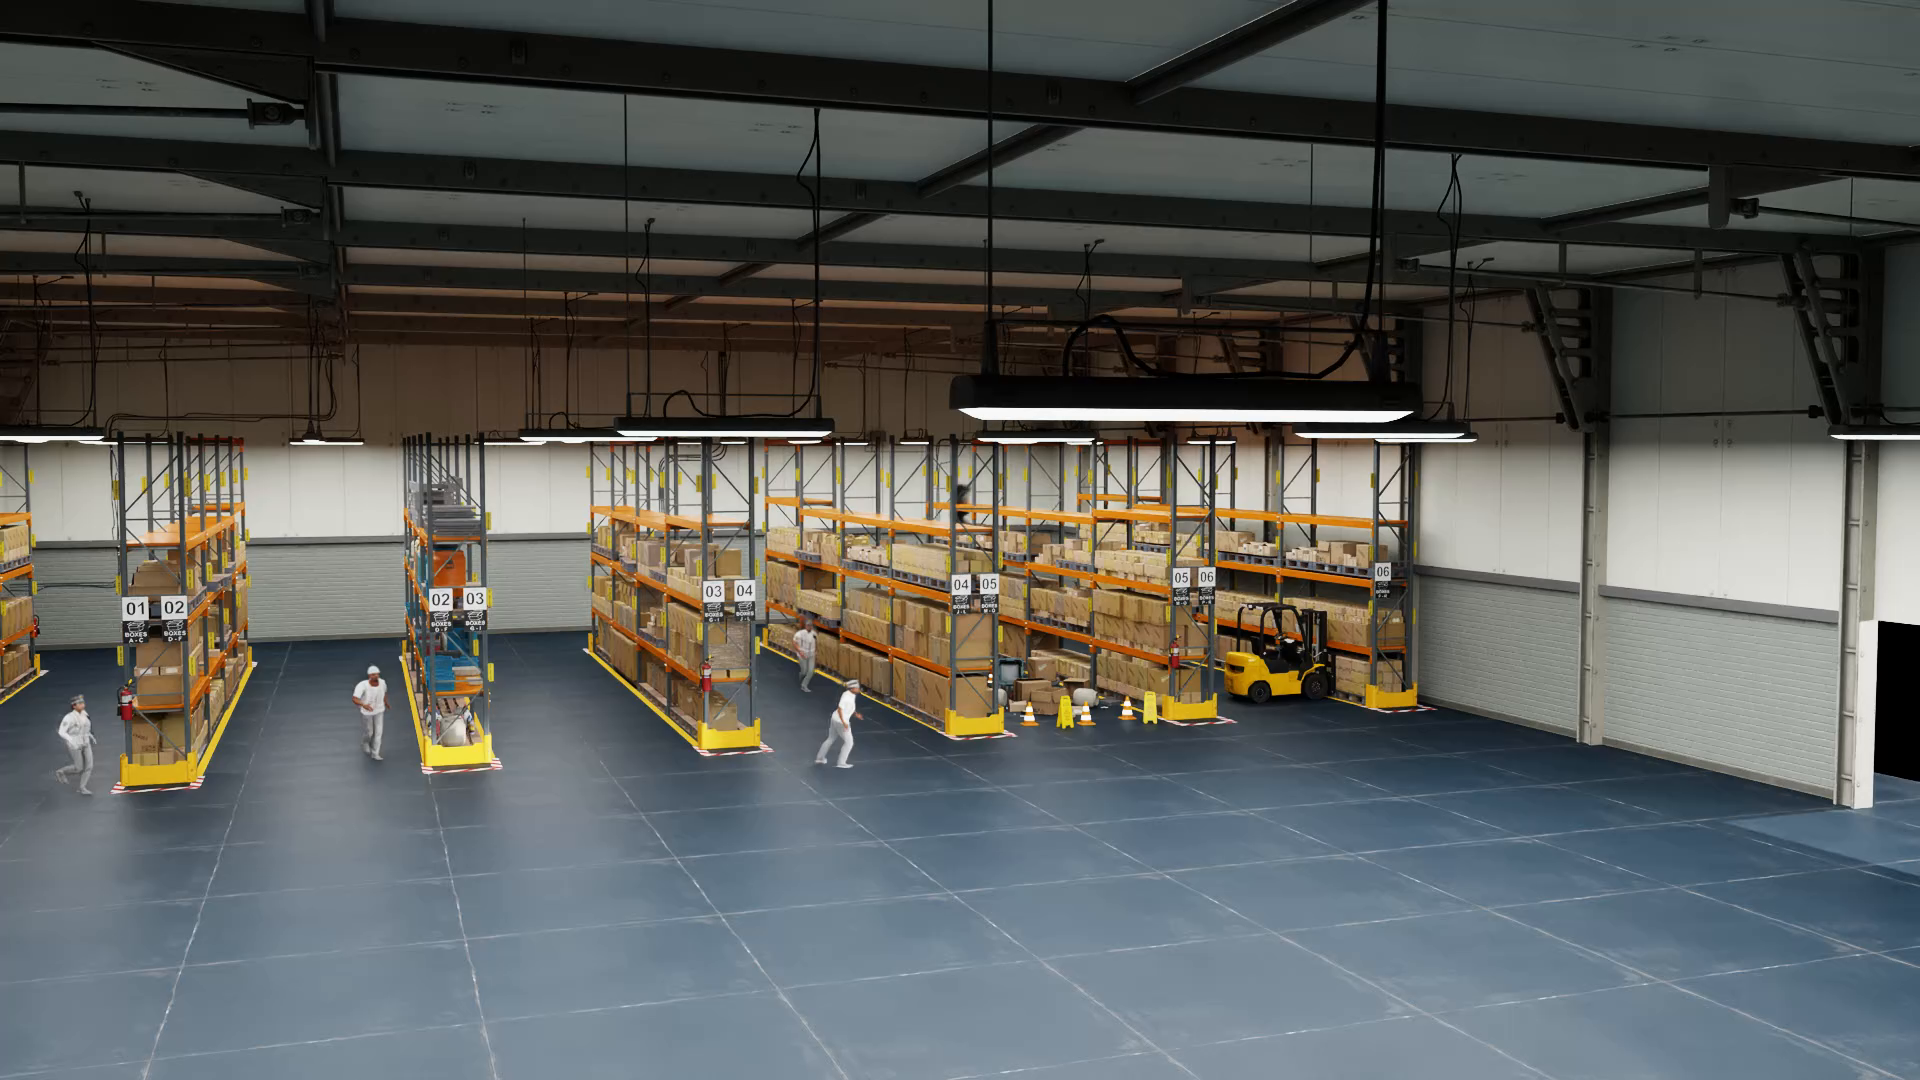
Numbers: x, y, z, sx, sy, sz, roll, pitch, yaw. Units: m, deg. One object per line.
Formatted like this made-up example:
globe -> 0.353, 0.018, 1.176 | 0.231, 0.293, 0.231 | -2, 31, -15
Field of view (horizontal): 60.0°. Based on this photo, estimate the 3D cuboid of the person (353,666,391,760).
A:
person -> -10.872, 3.168, 30.650 | 0.691, 1.725, 0.801 | -2, 4, -37

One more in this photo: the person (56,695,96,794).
person -> -14.654, 3.381, 27.546 | 0.651, 1.653, 0.629 | 1, 3, 20

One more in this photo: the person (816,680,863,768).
person -> -2.143, 3.285, 29.820 | 0.839, 1.600, 0.633 | -1, 3, -11

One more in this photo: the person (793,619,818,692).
person -> -3.652, 2.704, 39.196 | 0.654, 1.729, 0.596 | -2, 4, -26
